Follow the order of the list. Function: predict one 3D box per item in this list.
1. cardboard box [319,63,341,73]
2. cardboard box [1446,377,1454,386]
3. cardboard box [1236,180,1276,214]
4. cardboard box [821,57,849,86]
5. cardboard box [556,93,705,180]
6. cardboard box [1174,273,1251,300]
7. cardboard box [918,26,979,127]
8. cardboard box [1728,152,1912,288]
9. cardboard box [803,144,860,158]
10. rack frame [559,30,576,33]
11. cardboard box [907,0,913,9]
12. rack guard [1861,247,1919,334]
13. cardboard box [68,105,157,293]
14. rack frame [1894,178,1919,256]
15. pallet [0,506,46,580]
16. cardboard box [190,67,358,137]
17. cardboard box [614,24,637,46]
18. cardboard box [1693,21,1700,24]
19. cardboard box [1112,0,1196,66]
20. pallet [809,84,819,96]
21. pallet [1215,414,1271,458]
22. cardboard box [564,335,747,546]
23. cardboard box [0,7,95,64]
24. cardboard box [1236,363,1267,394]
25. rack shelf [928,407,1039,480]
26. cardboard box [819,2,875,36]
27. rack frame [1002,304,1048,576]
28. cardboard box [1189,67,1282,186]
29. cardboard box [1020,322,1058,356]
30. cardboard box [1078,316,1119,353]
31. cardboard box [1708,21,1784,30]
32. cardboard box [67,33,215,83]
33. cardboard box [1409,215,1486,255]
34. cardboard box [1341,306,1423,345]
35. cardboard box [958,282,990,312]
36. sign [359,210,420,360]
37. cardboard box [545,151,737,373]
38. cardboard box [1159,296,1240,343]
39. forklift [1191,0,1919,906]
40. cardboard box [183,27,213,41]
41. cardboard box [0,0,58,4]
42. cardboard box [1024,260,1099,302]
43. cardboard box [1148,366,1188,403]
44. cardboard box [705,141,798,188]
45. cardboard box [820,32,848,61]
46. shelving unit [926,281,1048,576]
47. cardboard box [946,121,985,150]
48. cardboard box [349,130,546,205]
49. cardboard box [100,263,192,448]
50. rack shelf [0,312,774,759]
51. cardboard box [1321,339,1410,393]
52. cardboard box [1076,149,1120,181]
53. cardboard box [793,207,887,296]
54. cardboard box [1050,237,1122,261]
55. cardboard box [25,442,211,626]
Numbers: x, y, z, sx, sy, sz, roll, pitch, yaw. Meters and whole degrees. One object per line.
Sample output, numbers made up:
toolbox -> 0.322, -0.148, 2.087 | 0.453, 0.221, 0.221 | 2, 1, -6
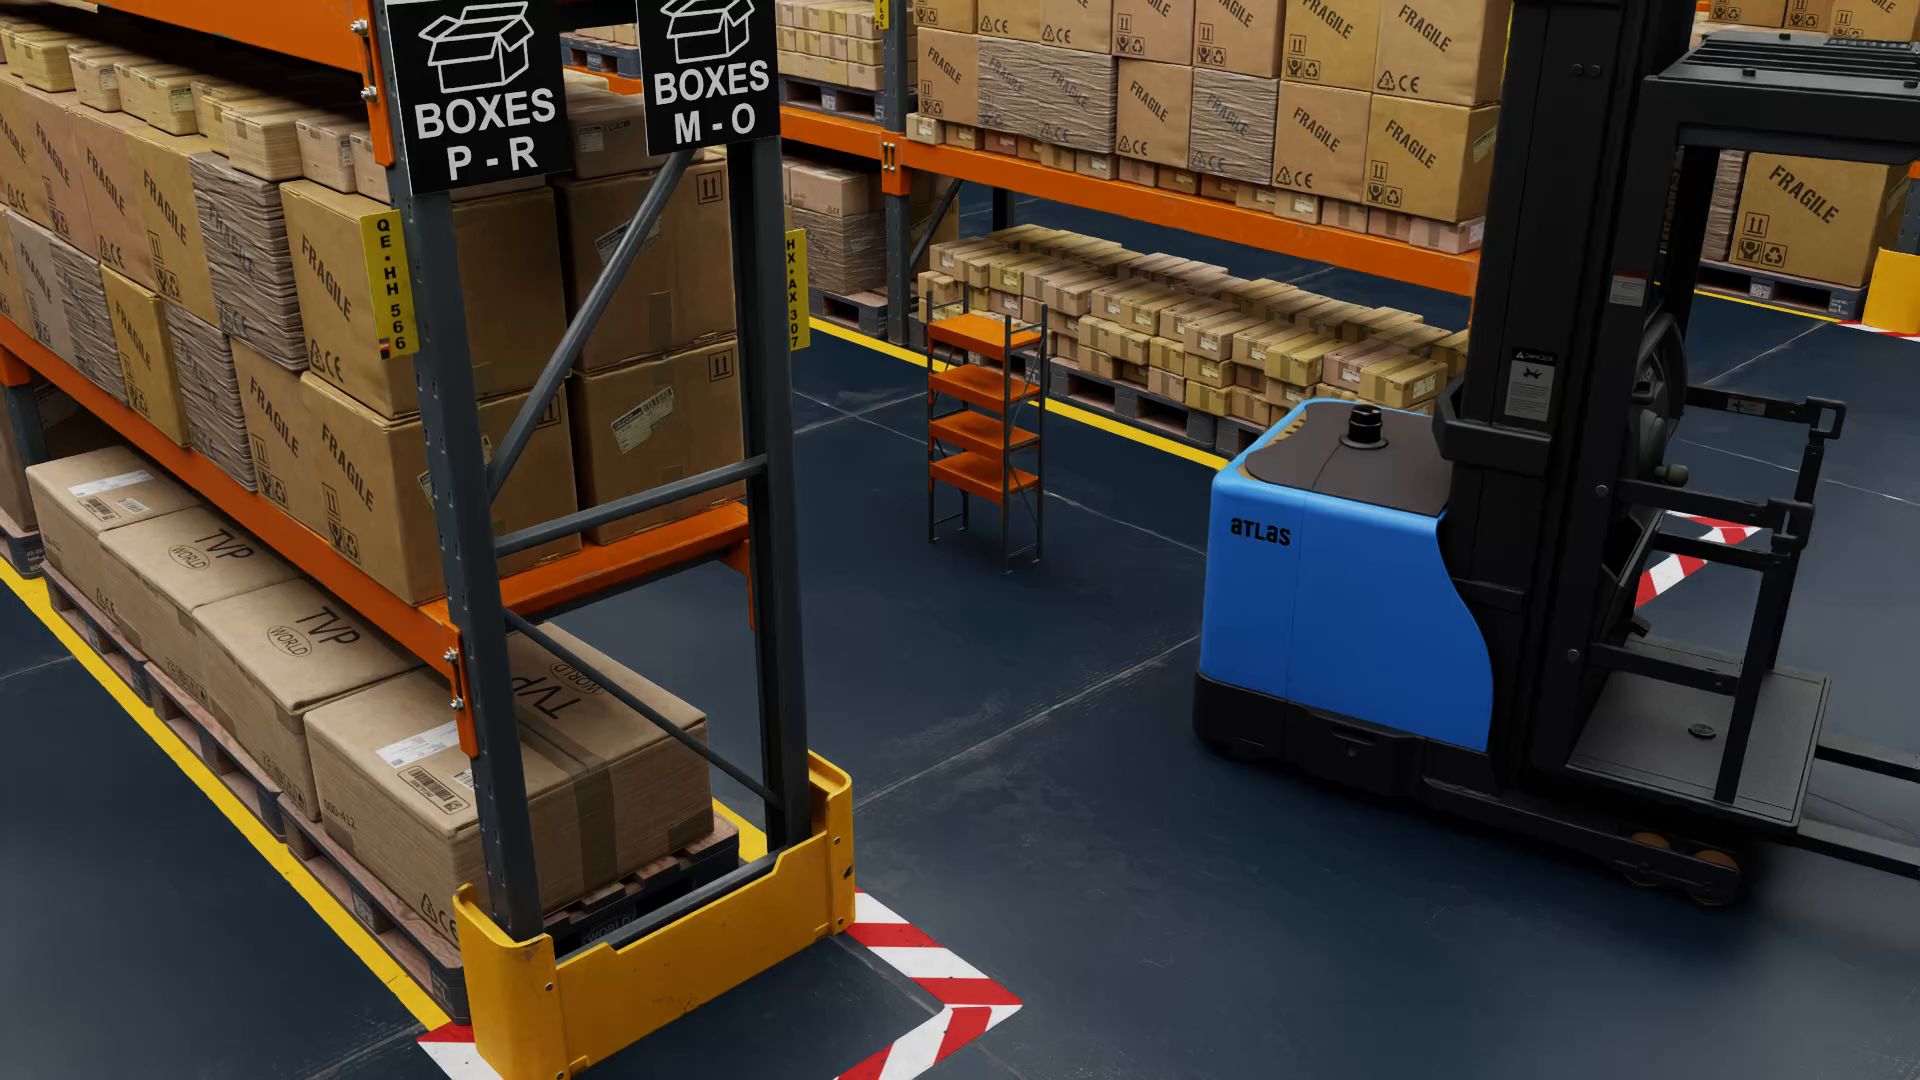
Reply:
cardboard box -> -1.774, -1.460, 5.229 | 0.380, 0.149, 0.250 | -21, 32, -38
cardboard box -> 2.516, -0.777, 8.409 | 0.380, 0.149, 0.250 | -20, 31, -36
cardboard box -> 1.583, -1.737, 8.245 | 0.250, 0.149, 0.380 | 22, 33, 39
cardboard box -> -0.641, -2.947, 10.393 | 0.380, 0.149, 0.250 | -21, 32, -38
cardboard box -> -0.898, -1.062, 4.358 | 0.380, 0.149, 0.250 | -20, 32, -37
cardboard box -> 1.421, -1.378, 9.368 | 0.380, 0.149, 0.250 | -21, 32, -38
cardboard box -> 0.107, -2.687, 9.547 | 0.500, 0.500, 0.500 | -22, 32, -39
cardboard box -> 5.881, -2.288, 11.205 | 0.875, 0.875, 0.875 | -21, 32, -38
cardboard box -> -0.725, -2.582, 11.398 | 0.500, 0.250, 0.500 | -20, 31, -37
rack frame -> -2.781, -3.939, 12.771 | 1.000, 3.000, 0.127 | -21, 32, -38
cardboard box -> -0.176, -3.408, 10.685 | 0.380, 0.149, 0.250 | -20, 31, -37
rack guard -> 6.393, -1.748, 10.979 | 1.175, 0.500, 0.348 | -21, 32, -38
cardboard box -> -2.417, -1.113, 5.252 | 0.500, 0.500, 0.500 | -22, 32, -39
rack frame -> 6.376, -2.892, 10.476 | 1.000, 3.000, 0.127 | -21, 32, -38
pallet -> -4.174, -0.236, 8.014 | 1.003, 0.211, 1.213 | -21, 32, -38
cardboard box -> -1.947, -1.240, 4.747 | 0.380, 0.149, 0.250 | -22, 32, -39
cardboard box -> -2.255, -3.660, 11.957 | 0.380, 0.149, 0.250 | -19, 31, -36
cardboard box -> 4.798, -3.495, 11.620 | 0.500, 0.250, 0.500 | -21, 32, -38
cardboard box -> 1.120, -2.687, 8.343 | 0.500, 0.500, 0.500 | 22, 33, 40
pallet -> -1.398, -3.264, 11.522 | 1.003, 0.211, 1.213 | -21, 32, -38
pallet -> 2.105, -0.526, 8.649 | 1.003, 0.211, 1.213 | -21, 32, -38
cardboard box -> -0.976, -0.353, 4.790 | 0.500, 0.500, 0.500 | -22, 32, -39
cardboard box -> -3.378, -1.846, 6.076 | 0.380, 0.149, 0.250 | -21, 32, -38
cardboard box -> 1.653, -0.892, 8.661 | 0.380, 0.149, 0.250 | -22, 32, -39
rack shelf -> 0.113, -0.435, 7.419 | 0.258, 0.148, 0.480 | -21, 32, -38
cardboard box -> -0.648, -3.222, 10.280 | 0.380, 0.149, 0.250 | -22, 33, -40
rack frame -> 0.280, -0.422, 7.229 | 0.240, 1.200, 0.015 | -21, 32, -38
cardboard box -> 1.490, -2.068, 8.190 | 0.500, 0.500, 0.500 | -21, 32, -38
cardboard box -> 0.567, -1.216, 9.731 | 0.380, 0.149, 0.250 | -22, 33, -39
cardboard box -> 0.878, -1.175, 9.281 | 0.380, 0.149, 0.250 | -22, 32, -39
cardboard box -> 5.545, -3.490, 11.609 | 0.500, 0.250, 0.500 | 23, 33, 40
cardboard box -> -2.655, -1.546, 5.419 | 0.380, 0.149, 0.250 | -21, 32, -39
cardboard box -> 2.258, -1.420, 7.551 | 0.380, 0.149, 0.250 | -21, 32, -38
cardboard box -> 2.222, -1.098, 8.754 | 0.380, 0.149, 0.250 | -21, 32, -39
cardboard box -> 0.206, -1.505, 10.006 | 0.380, 0.149, 0.250 | -21, 32, -38
sign -> -1.263, -0.566, 3.696 | 0.100, 0.325, 0.005 | -21, 32, -38
cardboard box -> -0.978, -0.807, 4.581 | 0.500, 0.500, 0.500 | -22, 33, -40
cardboard box -> 1.286, -1.177, 8.928 | 0.250, 0.149, 0.380 | 23, 33, 40
forklift -> 2.378, -0.437, 5.177 | 3.031, 2.935, 1.130 | 14, 28, 28
cardboard box -> -2.501, -1.759, 5.885 | 0.380, 0.149, 0.250 | -22, 32, -39
cardboard box -> -4.391, -2.307, 7.868 | 0.500, 0.500, 0.500 | -22, 33, -40
cardboard box -> 0.586, -1.494, 9.622 | 0.380, 0.149, 0.250 | -22, 33, -40
cardboard box -> 1.237, -0.883, 9.000 | 0.380, 0.149, 0.250 | -20, 32, -37
cardboard box -> -1.454, -2.592, 11.420 | 0.500, 0.250, 0.500 | 22, 33, 39
cardboard box -> -0.644, -3.084, 10.334 | 0.380, 0.149, 0.250 | -21, 32, -38
shelving unit -> 0.113, -0.496, 7.391 | 0.258, 1.200, 0.503 | -21, 32, -38
cardboard box -> 0.138, -2.377, 9.650 | 0.380, 0.149, 0.250 | -20, 31, -37
cardboard box -> -1.249, -0.928, 4.064 | 0.380, 0.149, 0.250 | -21, 32, -38
cardboard box -> -2.434, -0.660, 5.461 | 0.500, 0.500, 0.500 | -20, 31, -37
rack shelf -> -2.224, -0.360, 5.791 | 1.077, 0.370, 4.000 | -21, 32, -38
cardboard box -> 2.010, -0.861, 8.236 | 0.380, 0.149, 0.250 | -20, 32, -37
cardboard box -> 0.843, -2.049, 8.931 | 0.380, 0.149, 0.250 | -20, 31, -36
cardboard box -> -0.737, -1.934, 10.881 | 0.500, 0.500, 0.500 | -22, 32, -39
cardboard box -> 0.765, -1.719, 10.116 | 0.380, 0.149, 0.250 | -22, 32, -39
cardboard box -> -3.241, -0.097, 6.931 | 0.875, 0.438, 0.875 | -22, 32, -39
